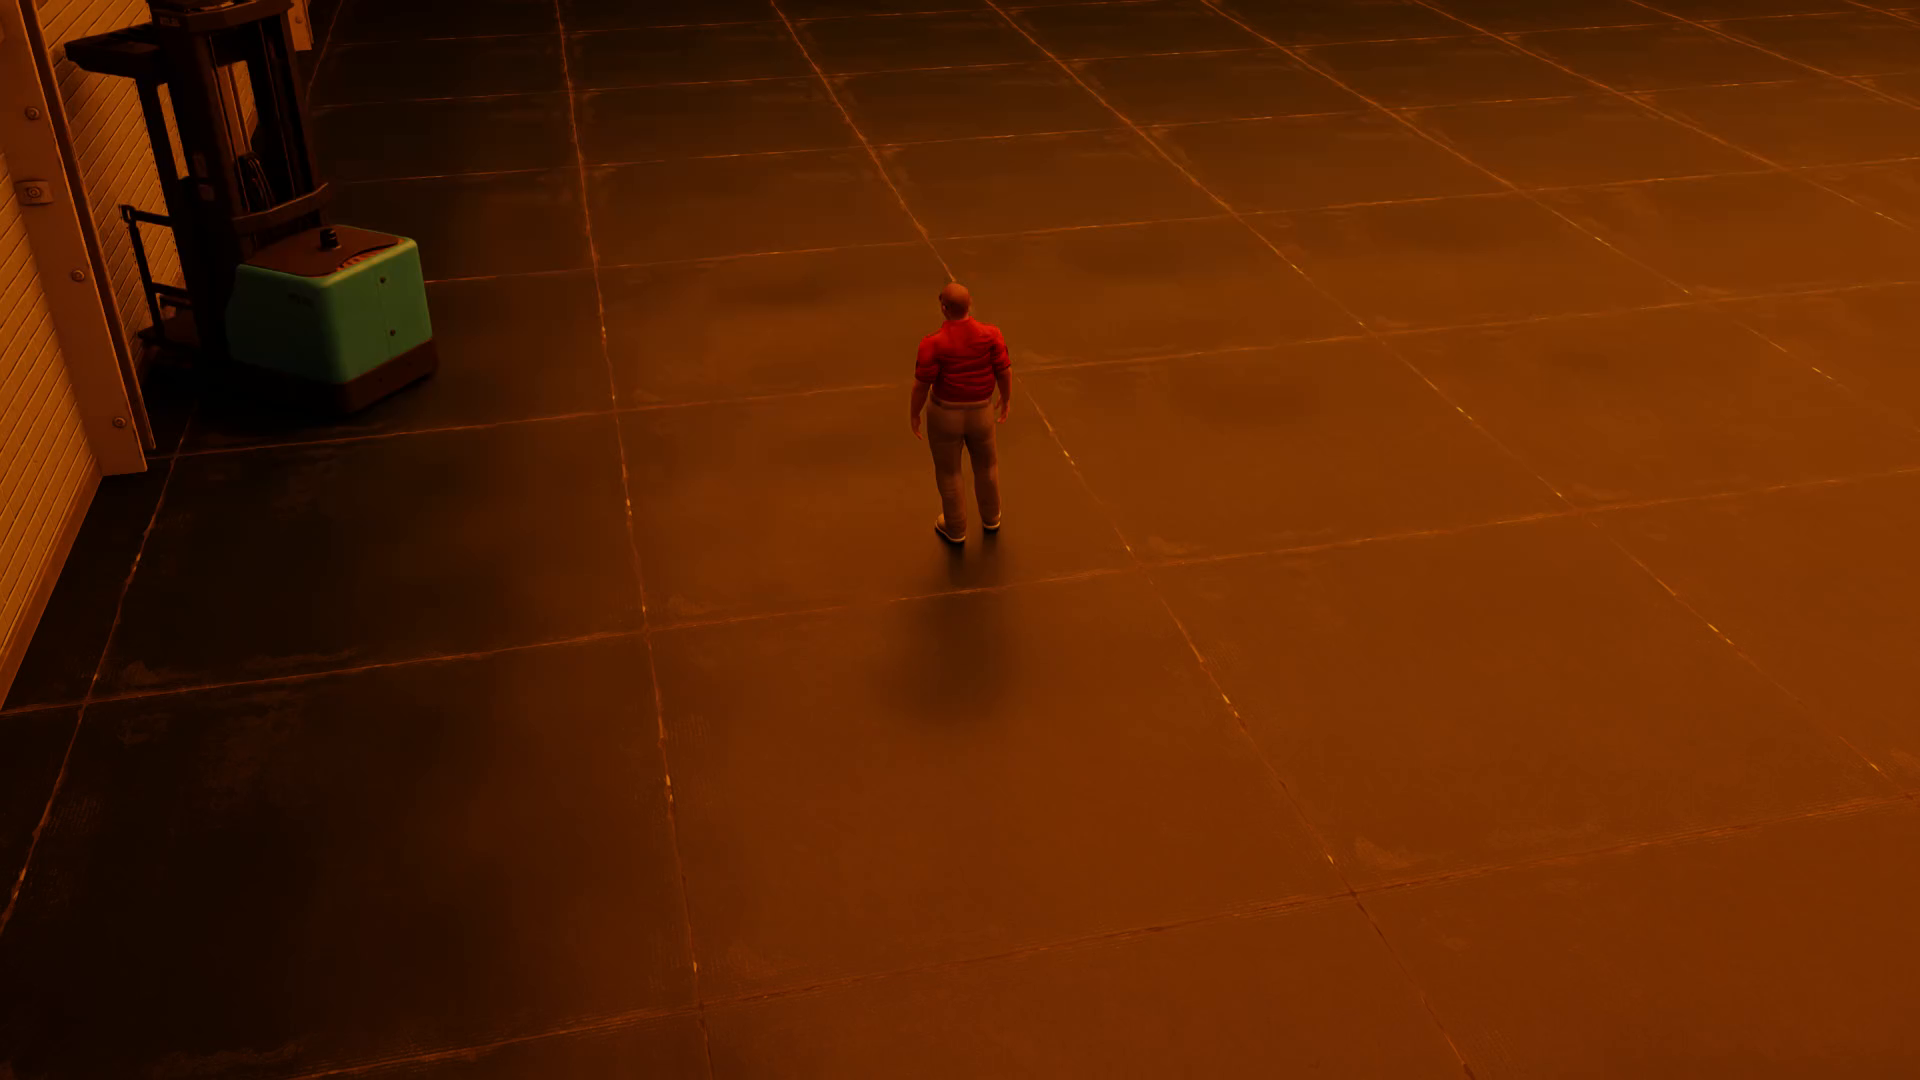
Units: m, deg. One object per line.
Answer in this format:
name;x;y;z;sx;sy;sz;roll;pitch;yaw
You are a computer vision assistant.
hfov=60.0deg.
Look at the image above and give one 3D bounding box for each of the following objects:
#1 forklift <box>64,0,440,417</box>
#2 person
forklift;-5.515;-2.652;12.155;3.031;2.935;1.130;14;33;22
person;-0.009;-0.799;10.141;0.640;1.727;0.551;-7;31;-12
